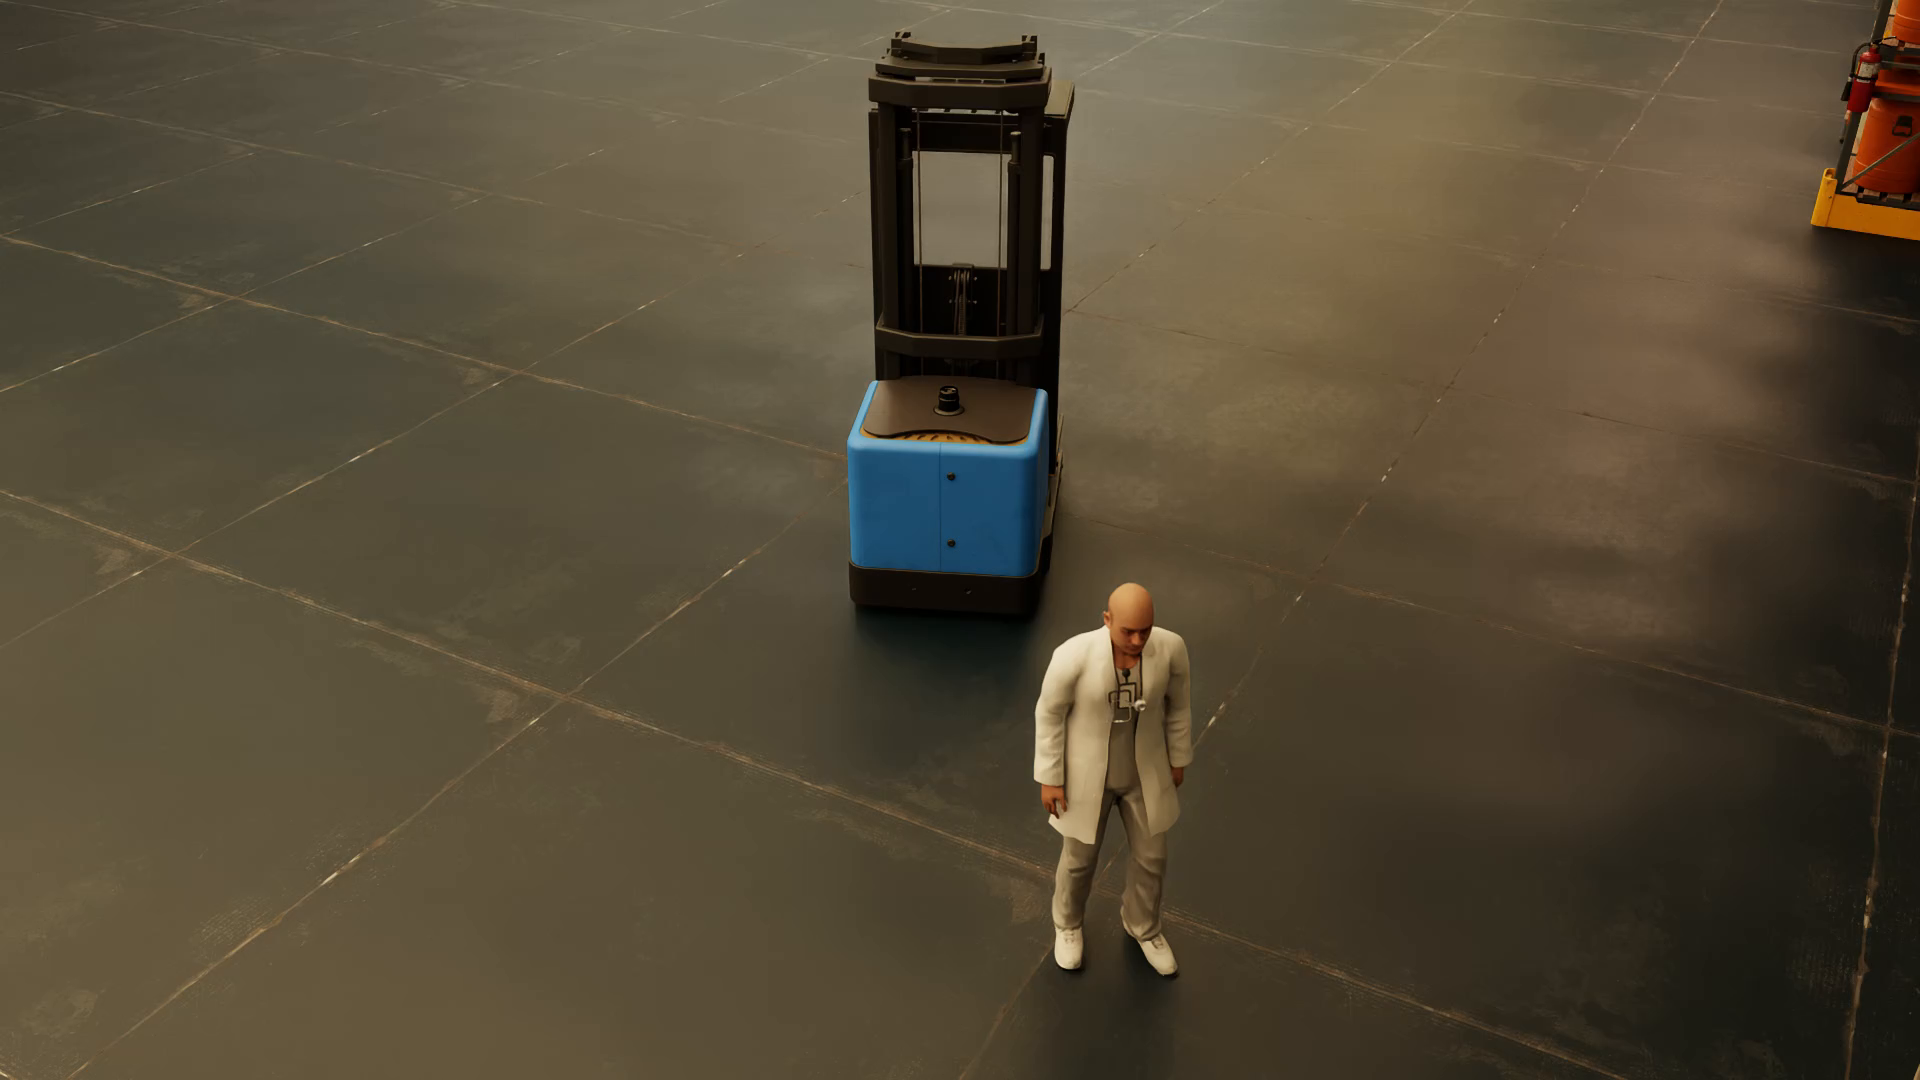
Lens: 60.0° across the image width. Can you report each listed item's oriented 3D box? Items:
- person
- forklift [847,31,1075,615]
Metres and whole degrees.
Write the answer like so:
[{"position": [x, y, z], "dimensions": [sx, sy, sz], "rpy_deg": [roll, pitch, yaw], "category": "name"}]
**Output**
[{"position": [0.619, 0.947, 6.601], "dimensions": [0.653, 1.781, 0.465], "rpy_deg": [-5, 30, -8], "category": "person"}, {"position": [0.072, -1.572, 9.794], "dimensions": [1.130, 2.935, 3.031], "rpy_deg": [3, 30, 6], "category": "forklift"}]
